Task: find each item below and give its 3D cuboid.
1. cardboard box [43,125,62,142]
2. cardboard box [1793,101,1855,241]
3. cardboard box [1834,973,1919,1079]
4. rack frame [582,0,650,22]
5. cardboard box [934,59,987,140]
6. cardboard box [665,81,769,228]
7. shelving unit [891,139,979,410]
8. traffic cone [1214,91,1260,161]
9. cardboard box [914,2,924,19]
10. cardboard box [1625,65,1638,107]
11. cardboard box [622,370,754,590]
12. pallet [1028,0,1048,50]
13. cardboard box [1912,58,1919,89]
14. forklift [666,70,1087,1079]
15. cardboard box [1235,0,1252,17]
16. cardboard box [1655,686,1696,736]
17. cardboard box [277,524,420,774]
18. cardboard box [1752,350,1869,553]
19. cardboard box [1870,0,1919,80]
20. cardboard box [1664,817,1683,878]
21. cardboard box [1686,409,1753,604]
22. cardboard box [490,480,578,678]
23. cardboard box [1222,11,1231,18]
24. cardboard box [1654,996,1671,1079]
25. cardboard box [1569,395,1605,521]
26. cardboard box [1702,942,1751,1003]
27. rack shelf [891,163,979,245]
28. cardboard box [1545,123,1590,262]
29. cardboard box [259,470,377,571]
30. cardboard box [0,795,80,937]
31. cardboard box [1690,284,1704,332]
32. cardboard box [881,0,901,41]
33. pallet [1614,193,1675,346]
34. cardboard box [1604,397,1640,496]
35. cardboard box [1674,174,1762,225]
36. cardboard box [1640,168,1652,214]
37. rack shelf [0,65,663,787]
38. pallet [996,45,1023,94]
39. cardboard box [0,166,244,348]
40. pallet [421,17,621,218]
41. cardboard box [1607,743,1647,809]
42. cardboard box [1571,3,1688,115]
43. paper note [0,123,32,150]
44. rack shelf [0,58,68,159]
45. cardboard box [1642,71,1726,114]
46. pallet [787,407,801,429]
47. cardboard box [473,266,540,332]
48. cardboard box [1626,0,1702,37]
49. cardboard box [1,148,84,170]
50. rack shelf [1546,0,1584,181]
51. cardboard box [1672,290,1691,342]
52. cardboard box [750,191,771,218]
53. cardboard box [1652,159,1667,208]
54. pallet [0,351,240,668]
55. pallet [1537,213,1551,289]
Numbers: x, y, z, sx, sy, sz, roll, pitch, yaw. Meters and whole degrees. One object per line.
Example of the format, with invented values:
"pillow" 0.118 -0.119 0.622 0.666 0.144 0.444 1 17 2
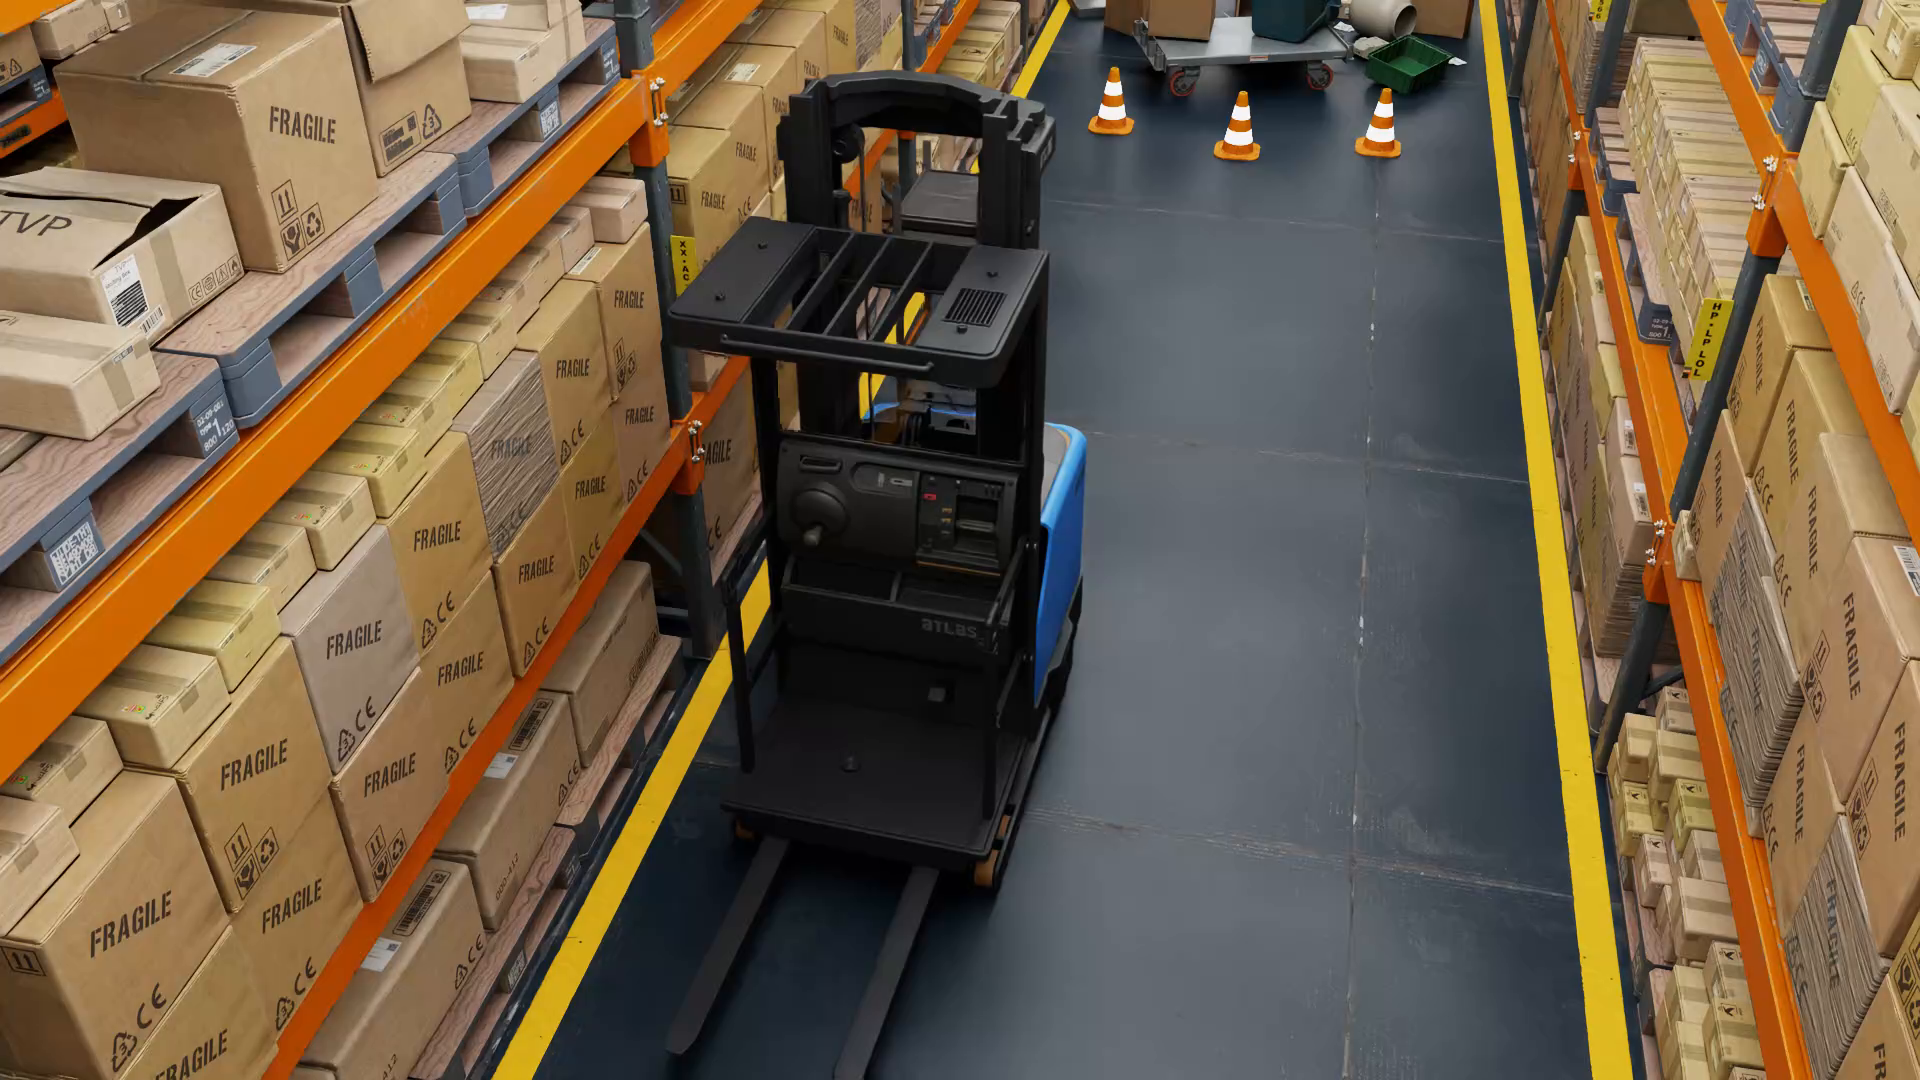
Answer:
"cardboard box" -6.127 -2.668 10.865 0.380 0.149 0.250 8 37 11
"cardboard box" 2.868 -1.102 5.057 0.500 0.250 0.500 9 37 12
"cardboard box" 2.330 1.367 3.740 0.500 0.500 0.500 7 36 9
"rack frame" -1.632 -3.173 5.229 1.000 3.000 0.127 7 37 10
"cardboard box" -0.330 -3.323 12.431 0.950 0.372 0.625 8 37 12
"cardboard box" -1.176 -1.700 7.373 0.500 0.500 0.500 7 37 10
"shelving unit" -0.027 -0.762 7.781 0.431 2.100 0.503 8 37 12
"traffic cone" 2.094 -3.125 12.437 0.336 0.463 0.334 7 37 10
"cardboard box" -0.434 -3.426 10.547 0.380 0.149 0.250 5 36 7
"cardboard box" 3.780 -2.411 8.893 0.380 0.149 0.250 9 37 12
"cardboard box" -1.578 -0.419 7.994 0.875 0.875 0.875 8 37 11
"pallet" 0.185 -4.590 14.674 1.003 0.211 1.213 7 37 10
"cardboard box" 2.837 -1.259 4.508 0.380 0.149 0.250 7 37 9
"forklift" -0.298 -0.057 6.102 1.130 2.935 3.031 9 37 12
"cardboard box" 2.837 -4.806 14.606 0.797 0.637 0.503 7 37 10
"cardboard box" 2.949 0.734 6.516 0.380 0.149 0.250 9 37 12
"cardboard box" -1.900 0.272 4.652 0.500 0.500 0.500 7 37 10
"cardboard box" 2.795 -0.219 5.076 0.500 0.500 0.500 6 36 9
"cardboard box" 2.836 -1.410 4.716 0.380 0.149 0.250 6 36 8
"cardboard box" 2.852 1.151 6.194 0.380 0.149 0.250 7 37 10
"cardboard box" 2.873 -0.090 5.749 0.500 0.500 0.500 7 36 9
"cardboard box" -1.679 0.100 5.741 0.500 0.500 0.500 7 36 9
"cardboard box" 2.347 -4.421 14.394 0.258 0.266 0.396 -17 39 -22
"cardboard box" 2.596 1.721 5.661 0.380 0.149 0.250 6 36 9
"cardboard box" 3.361 -0.382 8.264 0.500 0.500 0.500 7 36 9
"cardboard box" 2.681 1.490 5.472 0.380 0.149 0.250 6 36 8
"rack shelf" -0.029 -1.318 7.378 0.431 0.518 0.480 8 37 12
"cardboard box" 4.297 -2.071 10.381 1.050 0.750 0.750 7 36 9
"cardboard box" -1.849 -0.069 4.569 0.380 0.149 0.250 8 37 10
"cardboard box" -2.140 0.673 3.546 0.380 0.149 0.250 8 37 11
"cardboard box" 3.228 -0.916 6.830 0.380 0.149 0.250 9 37 12
"cardboard box" -0.633 -3.153 9.377 0.500 0.500 0.500 6 36 9
"pallet" 3.697 -1.256 7.861 1.003 0.211 1.213 7 37 10
"cardboard box" 3.260 -0.394 7.641 0.500 0.250 0.500 9 37 12
"cardboard box" 3.399 -1.492 7.372 0.380 0.149 0.250 6 36 8
"cardboard box" 3.561 -1.695 8.159 0.380 0.149 0.250 8 37 11
"rack shelf" -2.060 -0.520 4.739 1.077 0.370 4.000 7 37 10
"pallet" -0.088 -3.754 13.520 1.003 0.211 1.213 7 37 10
"cardboard box" -2.118 -0.691 3.995 0.500 0.311 0.500 8 37 11
"pallet" -1.817 -1.454 5.490 1.003 0.211 1.213 7 37 10
"cardboard box" 2.833 0.972 6.695 0.380 0.149 0.250 6 36 8
"cardboard box" 3.913 -2.806 9.751 0.500 0.500 0.500 7 37 10
"paper note" -2.607 -1.114 4.583 0.006 0.032 0.123 7 37 10
"rack shelf" -6.055 -2.219 9.639 1.077 0.370 4.000 7 37 10
"cardboard box" 3.680 -2.248 8.415 0.380 0.149 0.250 7 37 10
"pallet" -1.283 -0.768 9.400 1.003 0.211 1.213 7 37 10
"cardboard box" -1.649 -0.808 5.589 0.380 0.149 0.250 7 37 10
"cardboard box" 4.185 -3.176 9.408 0.700 0.500 0.500 7 37 10
"cardboard box" -5.714 -2.311 10.372 0.380 0.149 0.250 8 37 11
"rack shelf" 4.507 -3.329 11.171 1.077 0.370 4.000 7 37 10
"cardboard box" 3.280 -0.937 7.113 0.380 0.149 0.250 6 36 8
"cardboard box" -1.179 -1.404 7.604 0.500 0.250 0.500 8 37 11
"cardboard box" 3.506 -1.672 7.874 0.380 0.149 0.250 7 37 10
"pallet" -2.338 -0.056 3.560 1.003 0.211 1.213 7 37 10
"pallet" 4.321 -1.788 10.807 1.003 0.211 1.213 7 37 10
